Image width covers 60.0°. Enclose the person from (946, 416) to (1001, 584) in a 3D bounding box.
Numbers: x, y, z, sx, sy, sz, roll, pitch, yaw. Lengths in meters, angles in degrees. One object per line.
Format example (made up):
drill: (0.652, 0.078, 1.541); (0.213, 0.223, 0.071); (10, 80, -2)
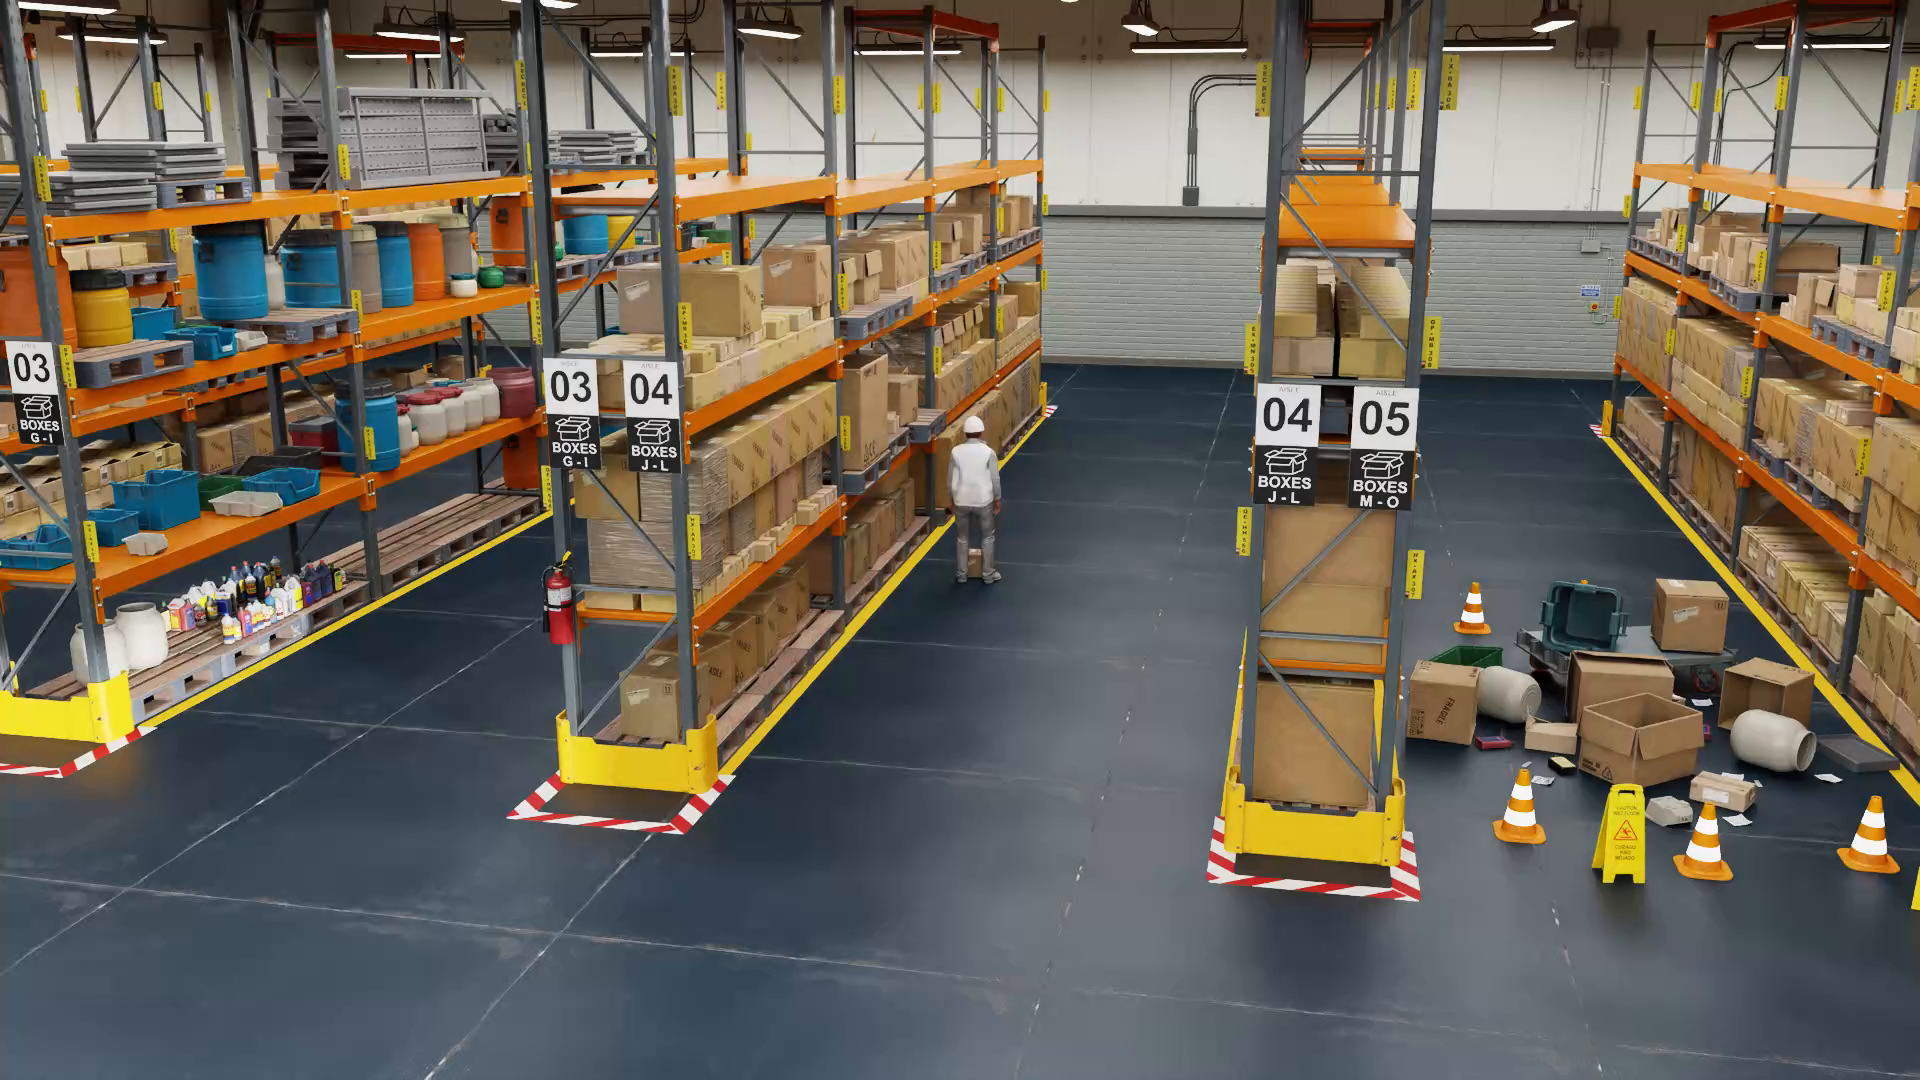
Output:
person: (0.148, -0.422, 17.583); (0.581, 1.772, 0.460); (3, 15, 12)
